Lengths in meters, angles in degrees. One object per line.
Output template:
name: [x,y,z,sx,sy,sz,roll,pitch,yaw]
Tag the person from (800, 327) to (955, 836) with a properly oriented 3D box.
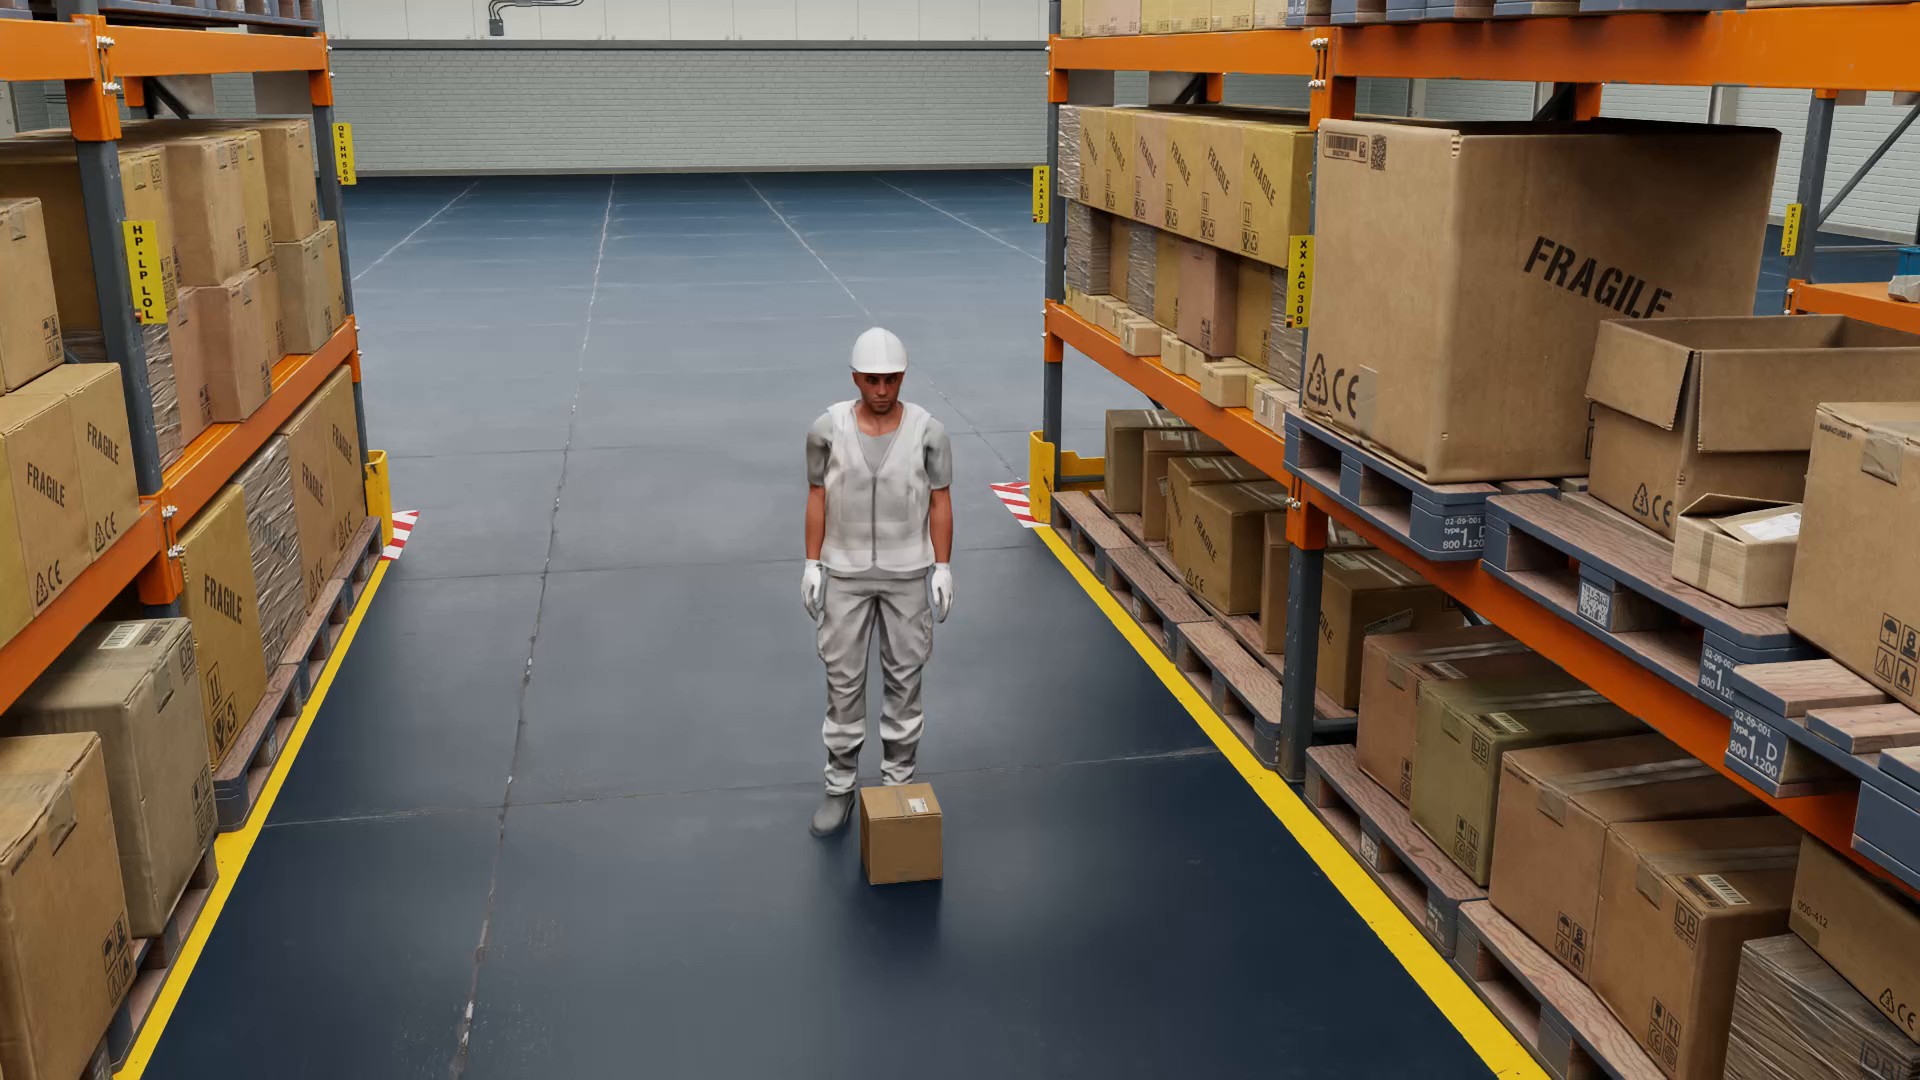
person: [-0.296,0.151,5.962,0.558,1.817,0.424,0,16,-1]
